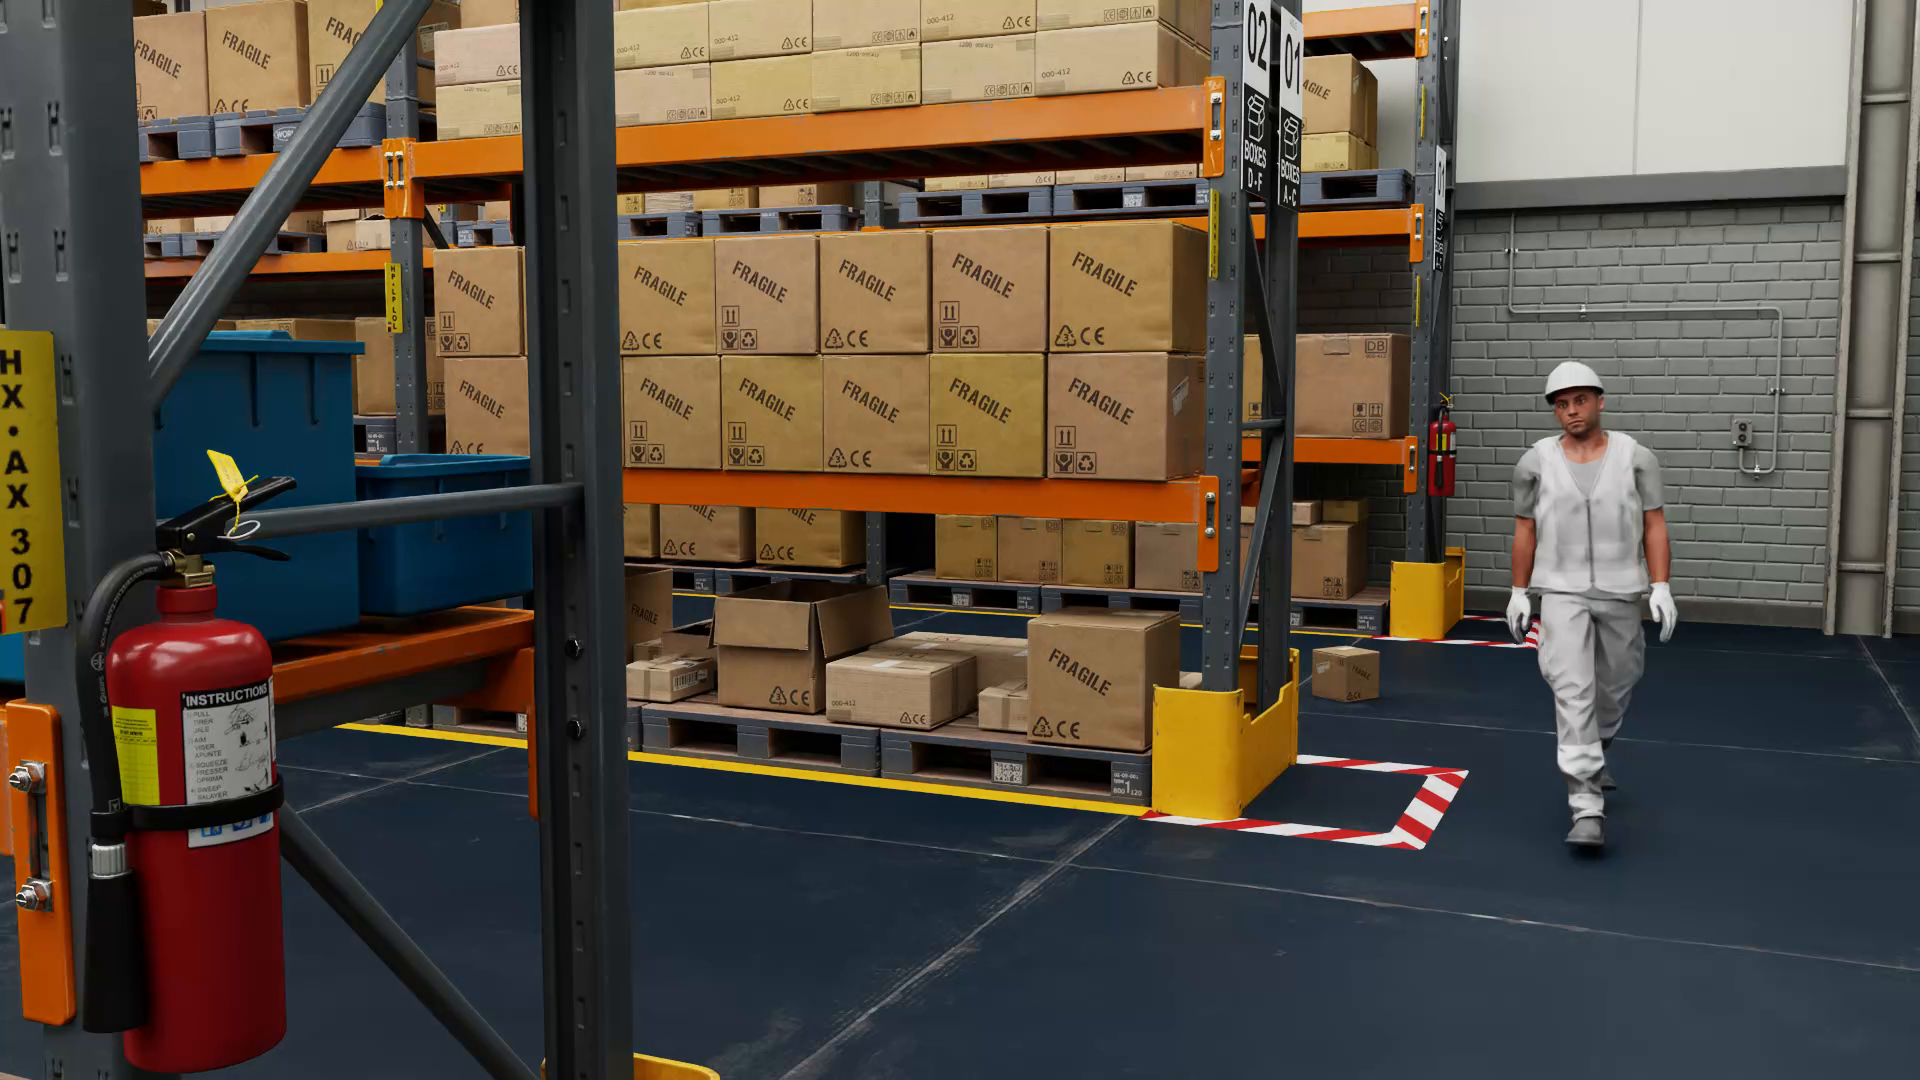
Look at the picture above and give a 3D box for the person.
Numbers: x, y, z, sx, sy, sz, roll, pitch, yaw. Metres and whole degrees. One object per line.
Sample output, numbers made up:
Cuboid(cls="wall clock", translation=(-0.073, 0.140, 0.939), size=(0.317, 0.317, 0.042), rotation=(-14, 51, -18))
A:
Cuboid(cls="person", translation=(2.368, 0.208, 6.244), size=(0.578, 1.753, 0.983), rotation=(1, 6, 13))
